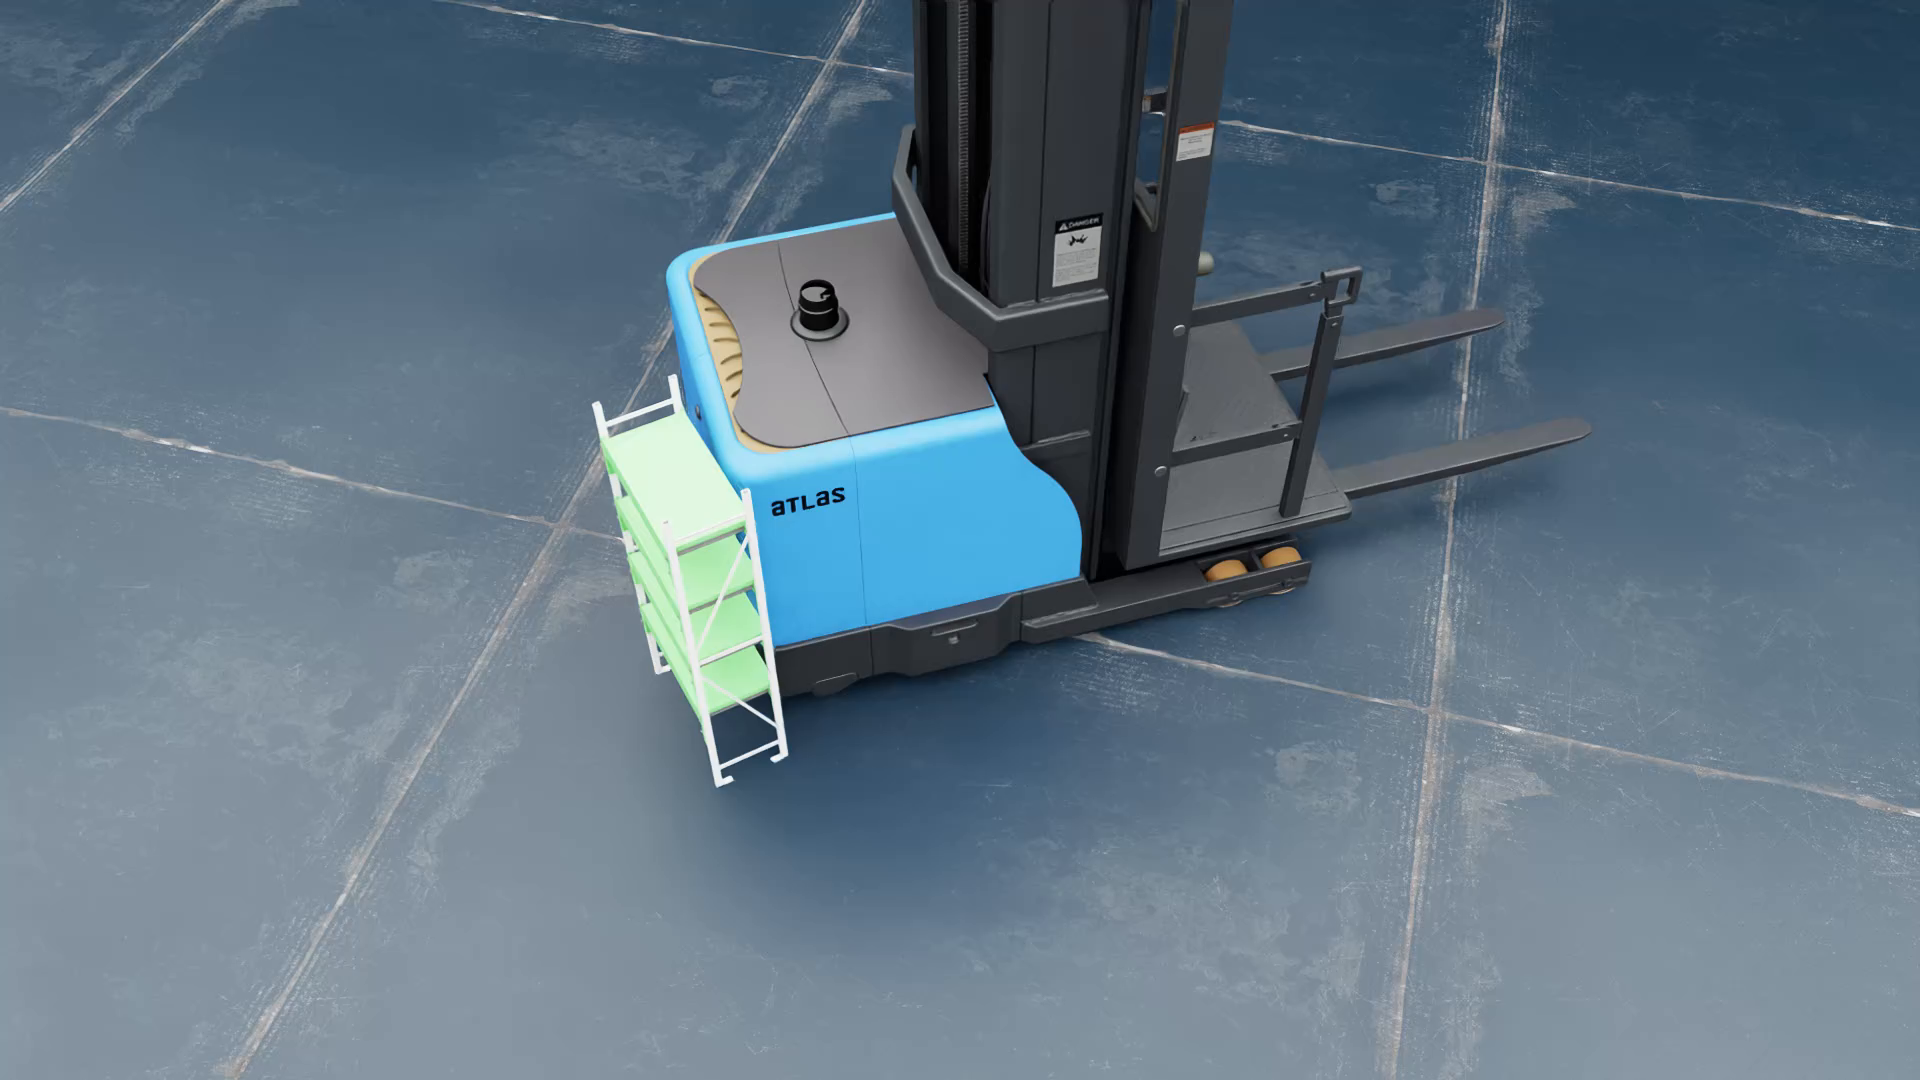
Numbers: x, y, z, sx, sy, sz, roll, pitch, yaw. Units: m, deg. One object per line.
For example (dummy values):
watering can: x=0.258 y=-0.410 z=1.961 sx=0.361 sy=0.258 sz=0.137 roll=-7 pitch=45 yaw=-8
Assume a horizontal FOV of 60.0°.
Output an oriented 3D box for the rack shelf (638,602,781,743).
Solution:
rack shelf: x=-0.760 y=0.352 z=5.044 sx=0.258 sy=0.148 sz=0.480 roll=-23 pitch=52 yaw=-19

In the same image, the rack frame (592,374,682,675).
rack frame: x=-0.879 y=-0.009 z=4.957 sx=0.240 sy=1.200 sz=0.015 roll=-23 pitch=52 yaw=-19

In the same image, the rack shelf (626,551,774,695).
rack shelf: x=-0.761 y=0.194 z=4.863 sx=0.258 sy=0.148 sz=0.480 roll=-23 pitch=52 yaw=-19

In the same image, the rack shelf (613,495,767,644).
rack shelf: x=-0.762 y=0.035 z=4.683 sx=0.258 sy=0.148 sz=0.480 roll=-23 pitch=52 yaw=-19

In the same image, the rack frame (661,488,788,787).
rack frame: x=-0.643 y=0.311 z=4.674 sx=0.240 sy=1.200 sz=0.015 roll=-23 pitch=52 yaw=-19

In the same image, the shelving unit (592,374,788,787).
shelving unit: x=-0.761 y=0.151 z=4.815 sx=0.258 sy=1.200 sz=0.503 roll=-23 pitch=52 yaw=-19

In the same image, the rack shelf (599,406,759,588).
rack shelf: x=-0.762 y=-0.123 z=4.503 sx=0.258 sy=0.148 sz=0.480 roll=-23 pitch=52 yaw=-19

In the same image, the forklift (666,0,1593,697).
forklift: x=0.661 y=-1.114 z=4.778 sx=3.031 sy=2.935 sz=1.130 roll=-13 pitch=50 yaw=-11
